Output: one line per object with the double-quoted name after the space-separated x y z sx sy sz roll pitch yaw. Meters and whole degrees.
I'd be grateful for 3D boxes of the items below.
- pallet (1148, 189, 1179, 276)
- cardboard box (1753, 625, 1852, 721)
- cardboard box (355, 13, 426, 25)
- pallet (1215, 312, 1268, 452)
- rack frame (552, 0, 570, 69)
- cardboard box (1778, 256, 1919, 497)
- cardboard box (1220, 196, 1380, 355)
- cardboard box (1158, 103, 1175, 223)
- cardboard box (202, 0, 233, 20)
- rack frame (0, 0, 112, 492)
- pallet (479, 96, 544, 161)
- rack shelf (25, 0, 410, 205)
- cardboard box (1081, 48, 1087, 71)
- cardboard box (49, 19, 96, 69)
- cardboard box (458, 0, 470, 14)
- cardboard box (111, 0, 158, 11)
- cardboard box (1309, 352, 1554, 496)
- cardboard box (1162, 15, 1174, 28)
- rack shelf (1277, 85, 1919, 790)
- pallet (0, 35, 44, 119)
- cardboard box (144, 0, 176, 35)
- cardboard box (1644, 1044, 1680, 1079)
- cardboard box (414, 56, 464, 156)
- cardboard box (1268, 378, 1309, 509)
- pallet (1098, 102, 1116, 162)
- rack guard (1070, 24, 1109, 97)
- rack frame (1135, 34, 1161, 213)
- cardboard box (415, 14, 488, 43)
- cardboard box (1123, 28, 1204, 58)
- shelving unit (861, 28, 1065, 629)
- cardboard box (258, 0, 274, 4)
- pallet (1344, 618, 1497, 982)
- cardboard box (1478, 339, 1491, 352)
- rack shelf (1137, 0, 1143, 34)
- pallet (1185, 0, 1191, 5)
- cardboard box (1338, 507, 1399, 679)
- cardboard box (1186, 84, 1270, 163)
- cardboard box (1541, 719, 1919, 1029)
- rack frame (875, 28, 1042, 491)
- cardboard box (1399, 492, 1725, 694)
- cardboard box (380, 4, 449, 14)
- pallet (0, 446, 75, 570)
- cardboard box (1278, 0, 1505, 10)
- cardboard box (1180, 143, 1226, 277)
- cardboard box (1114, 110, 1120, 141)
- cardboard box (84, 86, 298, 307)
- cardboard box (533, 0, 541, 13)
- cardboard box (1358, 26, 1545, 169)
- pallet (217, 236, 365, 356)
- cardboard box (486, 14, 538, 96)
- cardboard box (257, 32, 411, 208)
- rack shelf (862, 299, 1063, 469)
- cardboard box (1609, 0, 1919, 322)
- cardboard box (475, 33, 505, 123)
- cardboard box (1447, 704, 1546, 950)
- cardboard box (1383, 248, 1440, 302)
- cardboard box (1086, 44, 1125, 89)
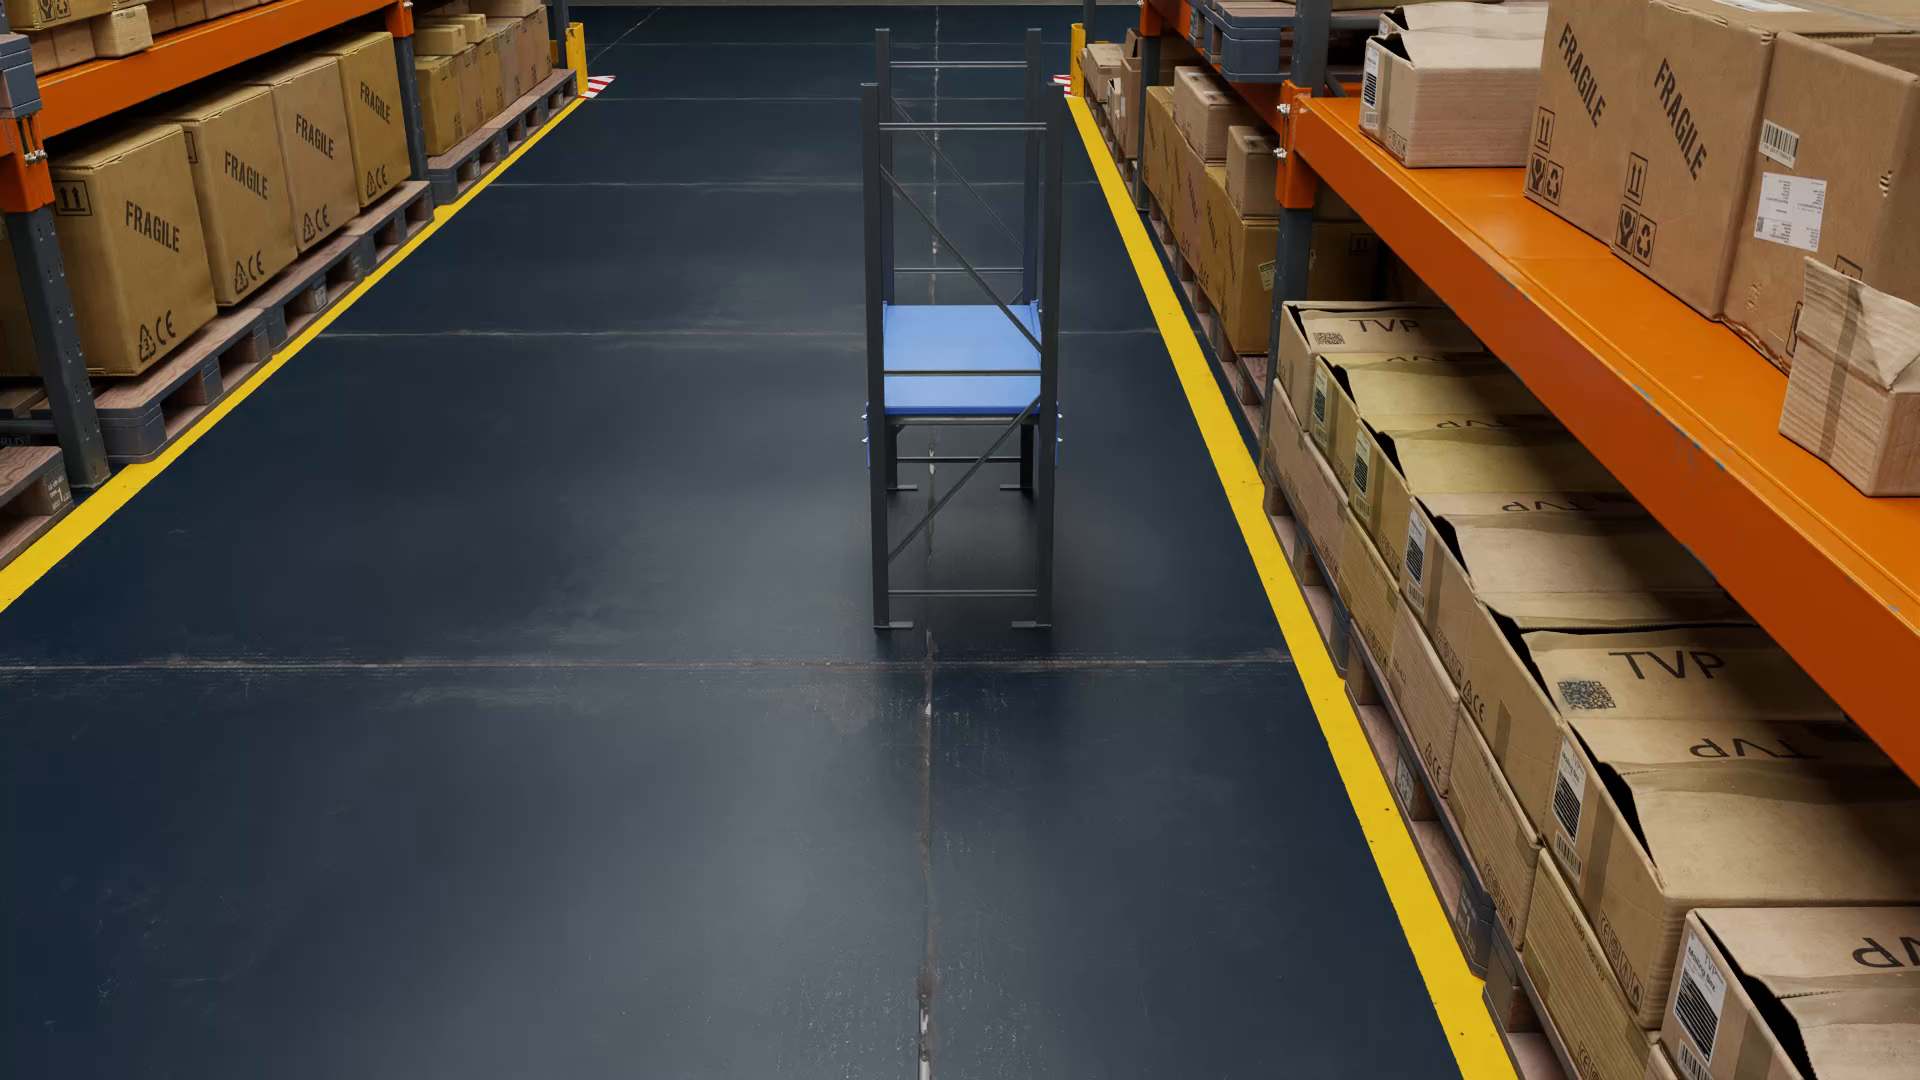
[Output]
1.538 -1.620 8.577 1.003 0.211 1.213 0 24 -1 "pallet"
1.816 0.285 3.125 0.500 0.311 0.500 -1 24 -2 "cardboard box"
-3.578 -3.228 10.484 0.380 0.149 0.250 0 24 0 "cardboard box"
1.565 -0.615 6.354 1.003 0.211 1.213 0 24 -1 "pallet"
-3.506 -4.850 12.335 1.000 3.000 0.127 0 24 -1 "rack frame"
1.385 -0.230 2.281 0.396 0.266 0.258 -1 24 -2 "cardboard box"
1.290 -1.024 6.373 0.500 0.500 0.500 1 24 2 "cardboard box"
1.270 -1.867 8.238 0.500 0.500 0.500 0 24 0 "cardboard box"
-3.218 -2.217 6.793 0.380 0.149 0.250 0 24 0 "cardboard box"
-3.418 -1.554 5.046 1.000 3.000 0.127 0 24 -1 "rack frame"
-3.408 -2.749 11.073 1.003 0.211 1.213 0 24 -1 "pallet"
-3.440 -2.050 7.016 1.077 0.370 4.000 0 24 -1 "rack shelf"
1.109 -3.602 12.499 0.380 0.149 0.250 0 24 -1 "cardboard box"
-3.184 -1.689 5.625 0.380 0.149 0.250 0 24 0 "cardboard box"
-3.591 -3.649 11.415 0.380 0.149 0.250 0 24 0 "cardboard box"
-3.164 -2.161 5.882 0.500 0.500 0.500 1 24 1 "cardboard box"
1.261 -0.338 4.504 0.500 0.311 0.500 -1 24 -2 "cardboard box"
1.700 -3.713 12.319 0.500 0.500 0.500 0 24 -1 "cardboard box"
1.557 -0.426 3.425 1.077 0.370 4.000 0 24 -1 "rack shelf"
-3.304 -1.173 4.437 1.213 0.211 1.003 0 24 -1 "pallet"
-3.240 -2.009 6.333 0.380 0.149 0.250 0 24 1 "cardboard box"
1.284 0.962 2.309 0.500 0.250 0.500 0 24 -1 "cardboard box"
-3.368 -2.563 9.801 0.700 0.500 0.500 0 24 0 "cardboard box"
1.247 -0.299 5.099 0.500 0.250 0.500 0 24 -1 "cardboard box"
1.469 -2.742 11.058 1.003 0.211 1.213 0 24 -1 "pallet"
1.448 -3.704 12.833 1.175 0.500 0.348 0 24 -1 "rack guard"
1.491 -3.226 8.743 1.000 3.000 0.127 0 24 -1 "rack frame"
-3.195 -3.216 10.457 0.380 0.149 0.250 -1 24 -2 "cardboard box"
1.466 -3.063 10.878 0.797 0.503 0.637 0 24 -1 "cardboard box"
0.001 -0.648 4.863 0.538 1.500 1.048 0 24 -1 "shelving unit"
-3.205 -2.435 7.275 0.380 0.149 0.250 -1 24 -2 "cardboard box"
1.515 0.534 3.814 1.003 0.211 1.213 0 24 -1 "pallet"
1.787 -0.557 4.988 0.500 0.311 0.500 0 24 1 "cardboard box"
1.469 -3.722 10.713 1.077 0.370 4.000 0 24 -1 "rack shelf"
1.509 -2.292 6.910 1.003 0.211 1.213 0 24 -1 "pallet"
1.265 0.122 4.167 0.500 0.250 0.500 -1 24 -2 "cardboard box"
1.270 -1.810 7.202 0.500 0.250 0.500 -1 24 -2 "cardboard box"
1.276 0.496 2.659 0.500 0.311 0.500 0 24 1 "cardboard box"
-0.005 -0.858 5.326 0.500 1.500 0.032 0 24 -1 "rack frame"
1.271 0.084 3.571 0.500 0.311 0.500 -1 24 -1 "cardboard box"
-3.584 -3.439 10.950 0.380 0.149 0.250 0 24 0 "cardboard box"
-3.411 0.039 4.909 1.003 0.211 1.213 0 24 -1 "pallet"
1.415 -2.074 5.564 0.700 0.500 0.500 -9 26 -18 "cardboard box"
1.273 -1.453 7.322 0.500 0.500 0.500 -1 24 -3 "cardboard box"
1.137 -2.515 10.097 0.380 0.149 0.250 0 24 -1 "cardboard box"
-3.298 -1.430 6.872 0.750 0.750 0.750 0 24 -1 "cardboard box"
-3.214 -3.858 11.878 0.380 0.149 0.250 -1 24 -1 "cardboard box"
1.351 -1.168 4.300 0.500 0.311 0.500 -1 24 -1 "cardboard box"
-3.362 -1.110 7.448 1.003 0.211 1.213 0 24 -1 "pallet"
-3.392 -3.409 11.671 0.700 0.500 0.500 0 24 -1 "cardboard box"
-3.325 -2.147 8.456 0.750 0.750 0.750 0 24 0 "cardboard box"
0.001 -0.484 4.937 0.538 0.185 1.000 0 24 -1 "rack shelf"
1.575 -0.715 3.070 0.500 0.500 0.500 0 24 0 "cardboard box"
-3.373 -2.982 10.727 0.700 0.500 0.500 0 24 1 "cardboard box"
1.274 0.543 3.236 0.500 0.250 0.500 0 24 1 "cardboard box"
1.816 -0.828 5.941 0.500 0.500 0.500 1 24 2 "cardboard box"
1.175 -3.391 11.909 0.500 0.250 0.500 0 24 -1 "cardboard box"
